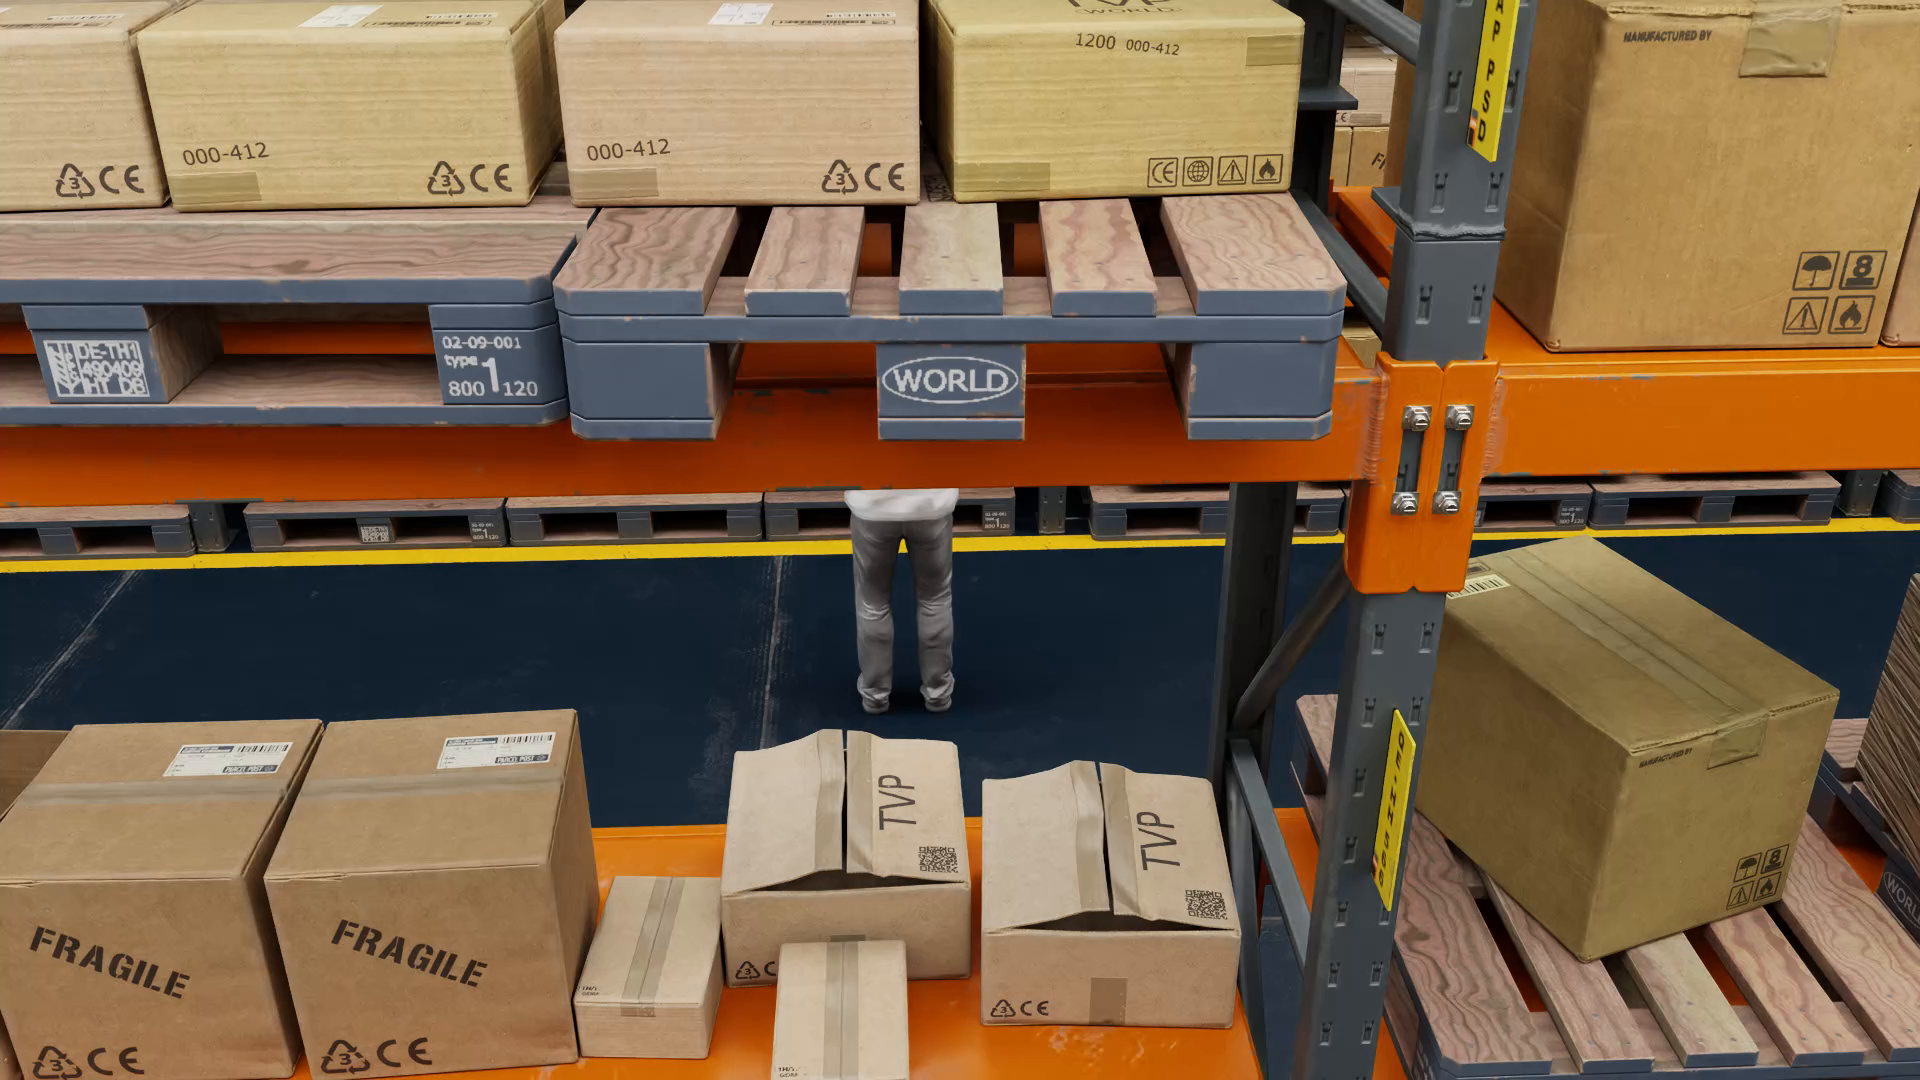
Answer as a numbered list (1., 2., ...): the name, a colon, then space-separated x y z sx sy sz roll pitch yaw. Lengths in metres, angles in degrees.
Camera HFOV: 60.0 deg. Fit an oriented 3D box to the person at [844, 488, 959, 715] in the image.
1. person: -0.240 -0.171 6.430 0.503 1.760 0.577 -1 27 -2
